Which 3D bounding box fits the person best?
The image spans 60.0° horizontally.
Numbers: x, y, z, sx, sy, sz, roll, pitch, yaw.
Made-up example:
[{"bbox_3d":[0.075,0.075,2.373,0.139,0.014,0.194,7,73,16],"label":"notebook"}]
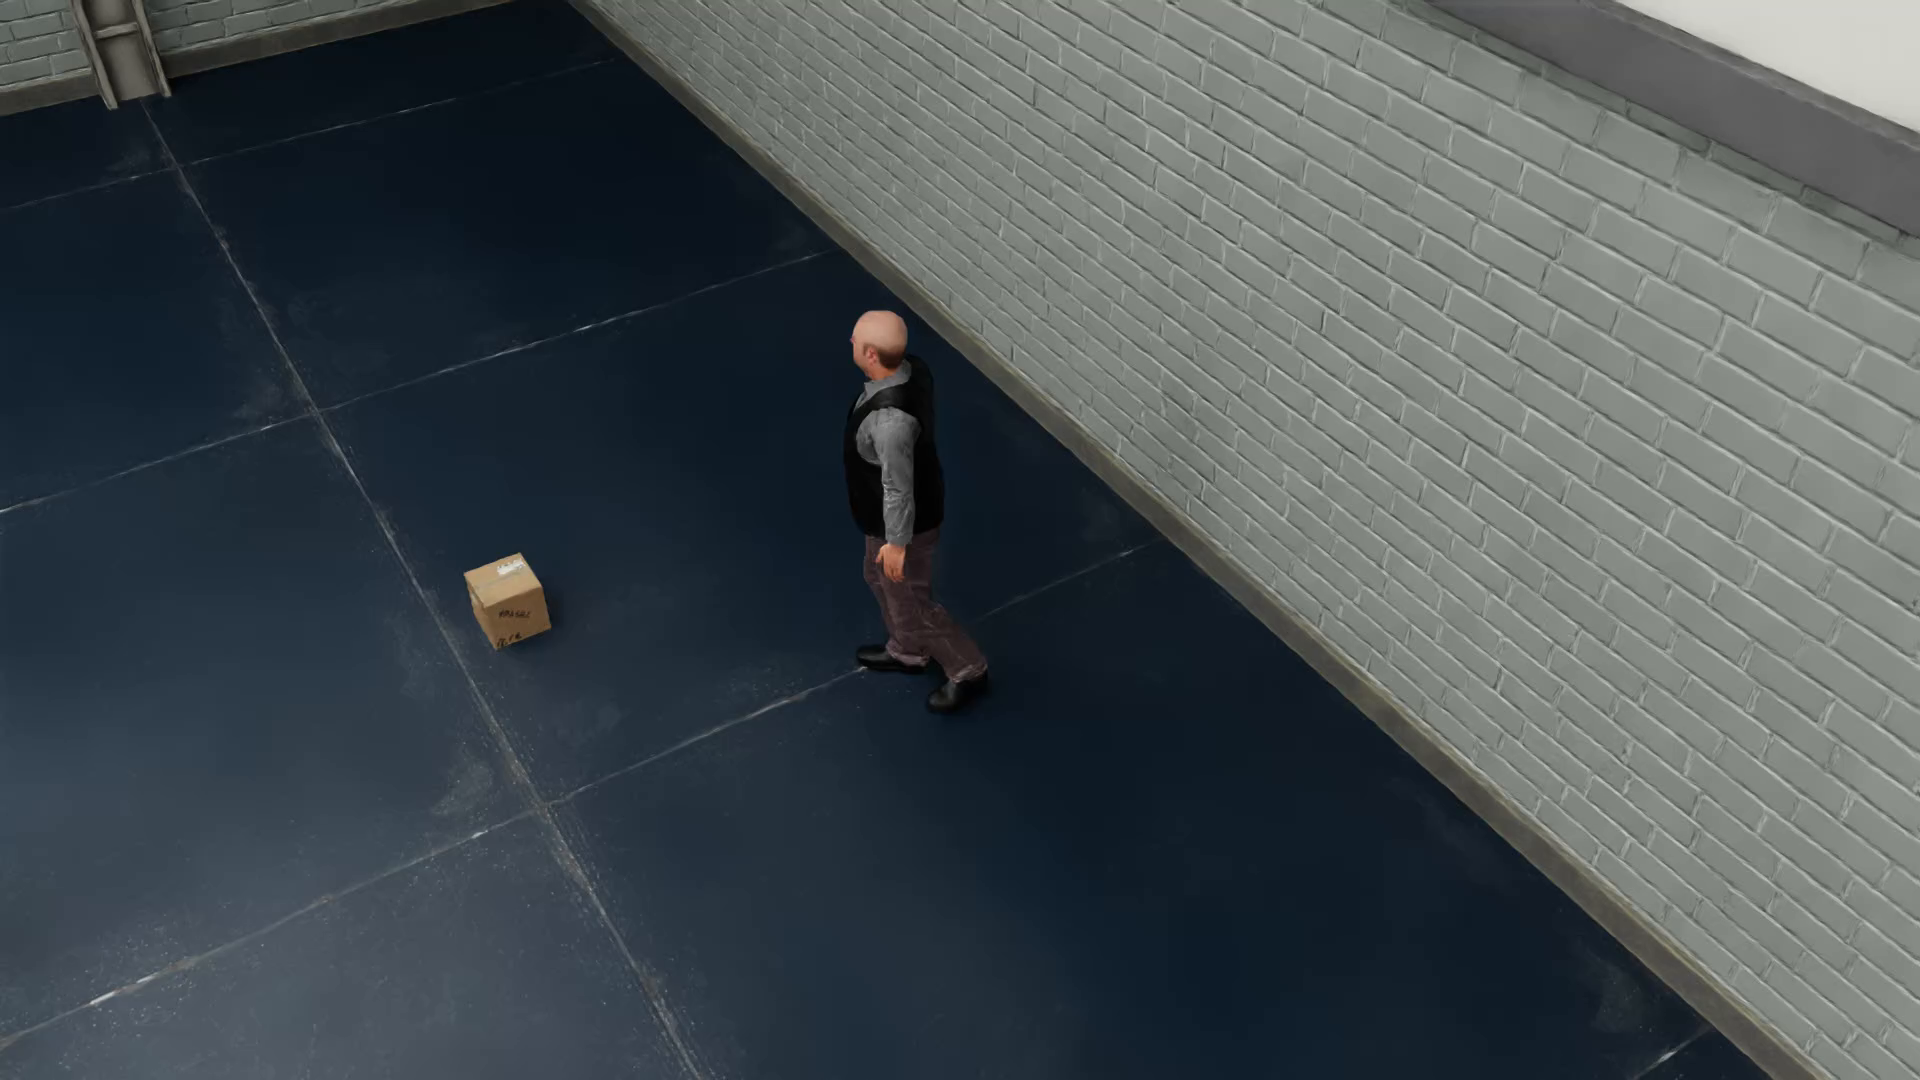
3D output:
[{"bbox_3d":[-0.159,-0.106,6.303,0.557,1.709,0.567,2,41,2],"label":"person"}]
